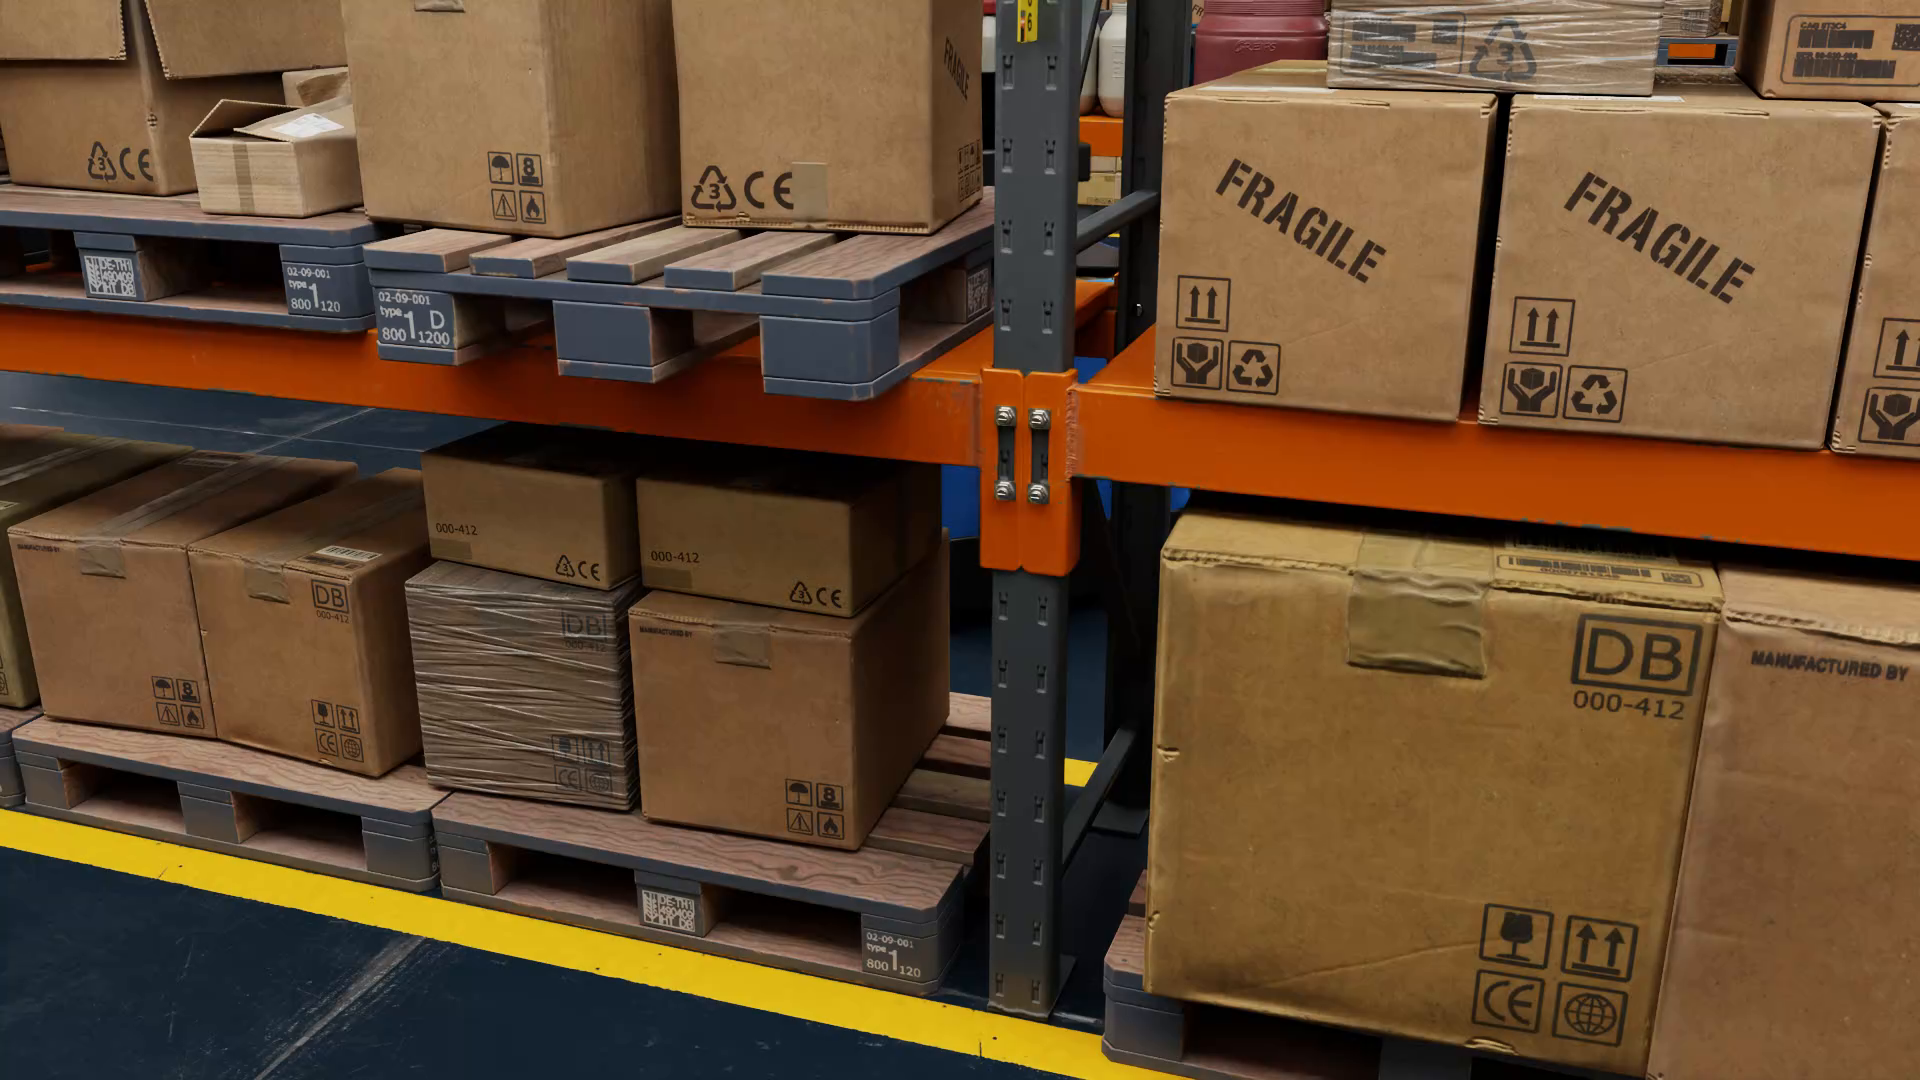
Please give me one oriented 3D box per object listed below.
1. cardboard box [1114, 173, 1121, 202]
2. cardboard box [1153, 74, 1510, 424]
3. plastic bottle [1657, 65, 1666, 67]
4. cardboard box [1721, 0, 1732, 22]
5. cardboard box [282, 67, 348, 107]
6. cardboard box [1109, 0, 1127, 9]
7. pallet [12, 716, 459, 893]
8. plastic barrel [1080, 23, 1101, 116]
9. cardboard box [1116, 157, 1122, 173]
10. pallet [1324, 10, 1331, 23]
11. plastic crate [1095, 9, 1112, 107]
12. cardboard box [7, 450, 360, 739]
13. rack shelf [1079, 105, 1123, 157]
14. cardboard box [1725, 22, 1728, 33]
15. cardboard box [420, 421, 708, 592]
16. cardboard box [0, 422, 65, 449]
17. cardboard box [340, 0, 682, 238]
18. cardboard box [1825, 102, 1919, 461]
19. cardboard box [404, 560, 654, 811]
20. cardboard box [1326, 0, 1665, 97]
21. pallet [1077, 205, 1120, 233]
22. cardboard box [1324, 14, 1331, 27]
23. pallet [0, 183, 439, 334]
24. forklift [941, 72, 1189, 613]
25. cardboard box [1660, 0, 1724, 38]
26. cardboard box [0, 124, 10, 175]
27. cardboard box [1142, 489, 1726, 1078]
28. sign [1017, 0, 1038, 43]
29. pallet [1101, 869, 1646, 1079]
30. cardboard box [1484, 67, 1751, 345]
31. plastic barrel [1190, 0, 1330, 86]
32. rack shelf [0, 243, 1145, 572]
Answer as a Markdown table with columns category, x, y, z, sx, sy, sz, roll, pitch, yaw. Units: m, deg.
| category | x | y | z | sx | sy | sz | roll | pitch | yaw |
| --- | --- | --- | --- | --- | --- | --- | --- | --- | --- |
| cardboard box | 1.507 | -2.740 | 12.920 | 0.500 | 0.250 | 0.500 | 7 | 20 | 19 |
| cardboard box | 0.649 | -0.525 | 2.875 | 0.500 | 0.500 | 0.500 | 7 | 20 | 20 |
| plastic bottle | 2.973 | -1.849 | 7.002 | 0.133 | 0.283 | 0.061 | 7 | 20 | 18 |
| cardboard box | 6.985 | -5.133 | 15.612 | 0.500 | 0.500 | 0.500 | 7 | 20 | 20 |
| cardboard box | -1.229 | -0.995 | 3.964 | 0.500 | 0.250 | 0.500 | 6 | 20 | 17 |
| cardboard box | 1.446 | -3.975 | 12.771 | 0.500 | 0.500 | 0.500 | 7 | 20 | 18 |
| pallet | -1.608 | 0.484 | 4.366 | 1.213 | 0.211 | 1.003 | 7 | 20 | 18 |
| plastic barrel | 0.464 | -2.298 | 7.943 | 0.421 | 0.512 | 0.421 | 0 | 19 | 0 |
| cardboard box | 1.516 | -3.004 | 12.825 | 0.500 | 0.311 | 0.500 | 7 | 20 | 20 |
| pallet | 3.272 | -5.346 | 17.148 | 1.213 | 0.211 | 1.003 | 7 | 20 | 18 |
| plastic crate | 0.478 | -2.455 | 8.465 | 0.583 | 0.464 | 0.402 | 7 | 20 | 18 |
| cardboard box | -1.954 | 0.116 | 4.316 | 0.500 | 0.500 | 0.700 | 5 | 20 | 13 |
| rack shelf | 0.015 | -2.032 | 8.440 | 4.000 | 0.370 | 1.077 | 7 | 20 | 18 |
| cardboard box | 7.336 | -4.794 | 15.623 | 0.250 | 0.149 | 0.380 | 6 | 20 | 17 |
| cardboard box | -0.868 | -0.114 | 3.836 | 0.500 | 0.250 | 0.500 | 9 | 21 | 24 |
| cardboard box | -2.927 | -0.002 | 4.653 | 0.500 | 0.500 | 0.700 | 5 | 20 | 14 |
| cardboard box | -0.805 | -0.936 | 3.414 | 0.500 | 0.500 | 0.700 | 10 | 21 | 26 |
| cardboard box | 1.622 | -0.416 | 2.561 | 0.500 | 0.500 | 0.500 | 6 | 20 | 17 |
| cardboard box | -0.889 | 0.235 | 3.974 | 0.500 | 0.500 | 0.700 | 5 | 20 | 14 |
| cardboard box | 0.964 | -1.052 | 2.862 | 0.637 | 0.503 | 0.797 | 7 | 20 | 20 |
| pallet | 1.620 | -2.612 | 13.248 | 1.213 | 0.211 | 1.003 | 7 | 20 | 18 |
| cardboard box | 2.752 | -3.810 | 12.584 | 0.500 | 0.311 | 0.500 | 6 | 20 | 17 |
| pallet | -1.605 | -0.726 | 3.893 | 1.213 | 0.211 | 1.003 | 7 | 20 | 18 |
| forklift | -0.241 | -1.596 | 6.202 | 1.130 | 2.935 | 3.031 | -7 | 21 | -20 |
| cardboard box | 4.966 | -3.749 | 11.485 | 0.500 | 0.500 | 0.700 | 11 | 22 | 28 |
| cardboard box | -2.795 | -1.400 | 3.985 | 1.000 | 1.000 | 1.000 | 7 | 20 | 18 |
| cardboard box | 0.924 | 0.271 | 3.332 | 0.875 | 0.875 | 1.225 | 6 | 20 | 16 |
| sign | 0.110 | -0.955 | 2.620 | 0.005 | 0.325 | 0.100 | 7 | 20 | 18 |
| pallet | 0.999 | 0.810 | 3.432 | 1.213 | 0.211 | 1.003 | 7 | 20 | 18 |
| cardboard box | 1.295 | -0.631 | 3.176 | 0.500 | 0.500 | 0.500 | 6 | 20 | 18 |
| plastic barrel | 1.366 | -2.175 | 7.553 | 0.708 | 0.536 | 0.600 | 7 | 20 | 18 |
| rack shelf | -1.611 | -0.492 | 4.022 | 4.000 | 0.370 | 1.077 | 7 | 20 | 18 |
